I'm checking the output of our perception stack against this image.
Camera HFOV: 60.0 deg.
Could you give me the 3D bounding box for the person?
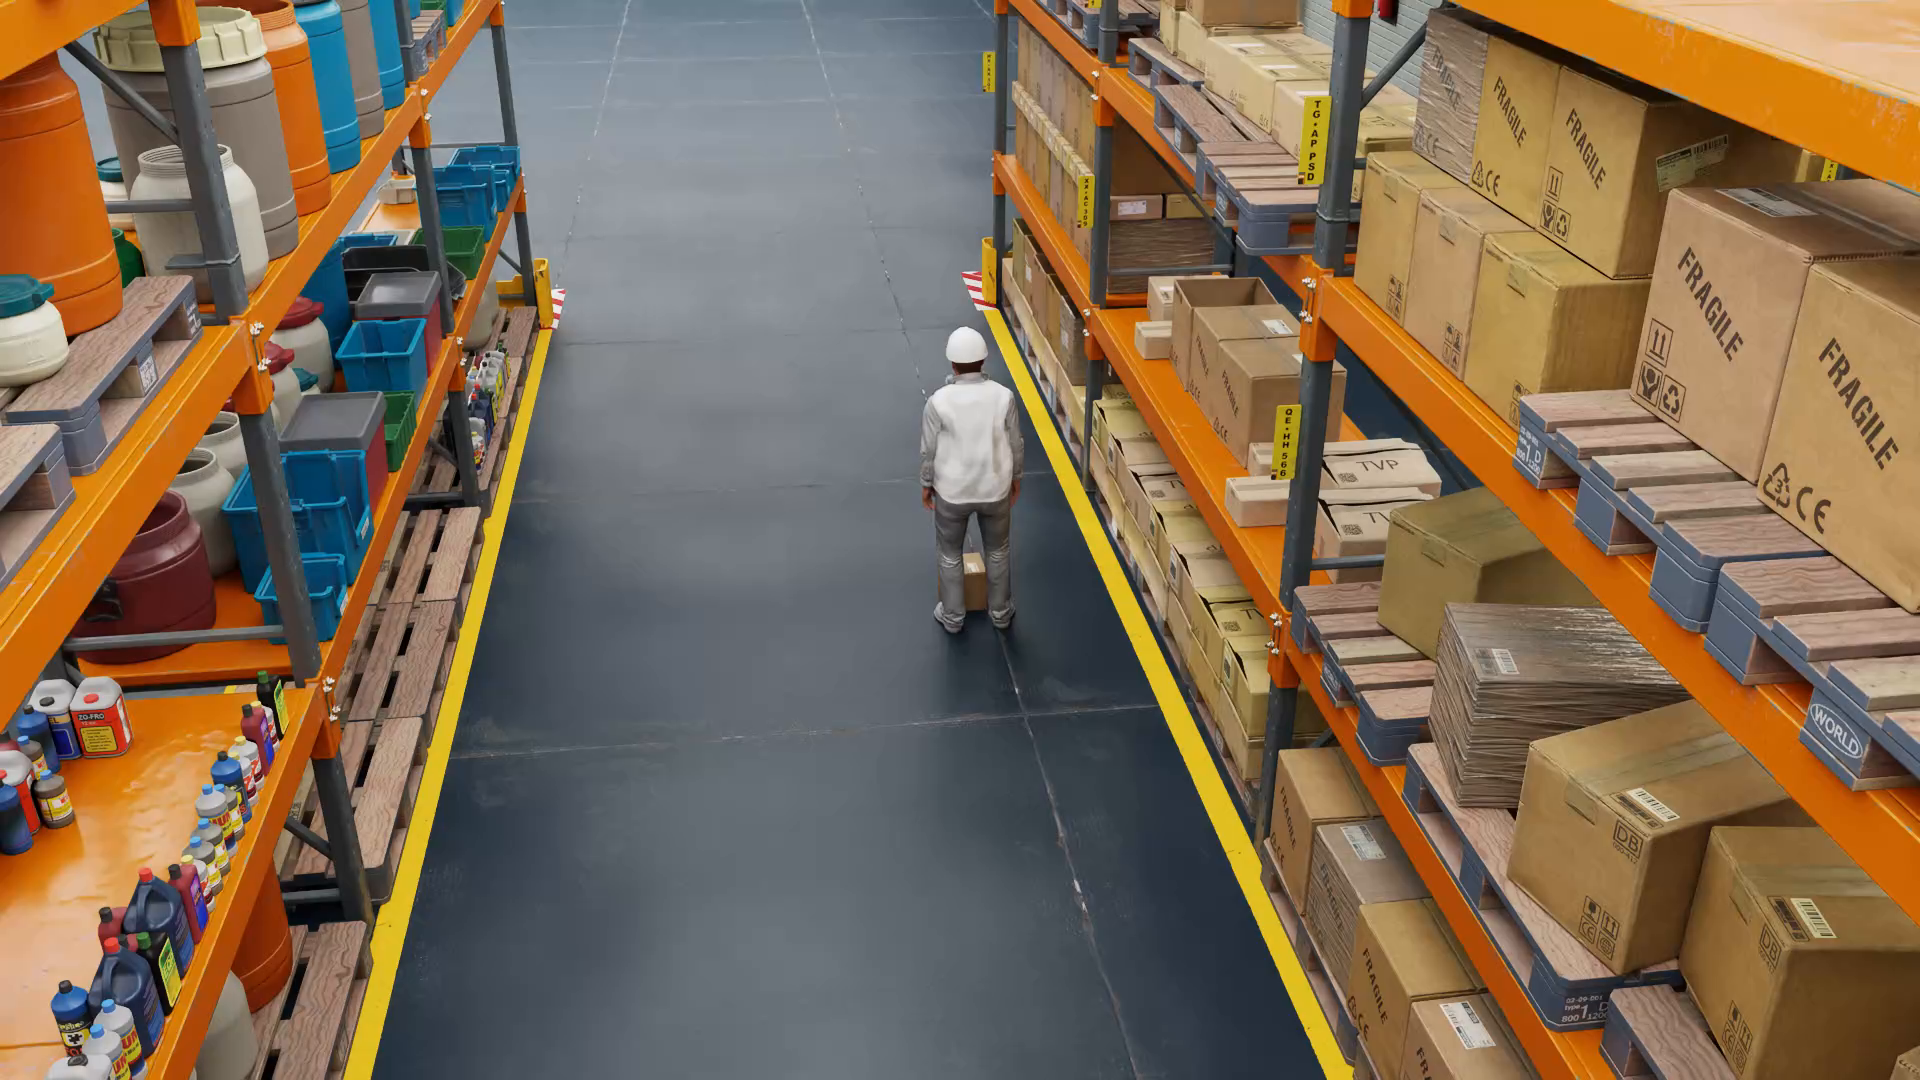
[{"bbox_3d":[0.063,-0.310,9.199,0.579,1.770,0.462,-4,27,-8],"label":"person"}]
